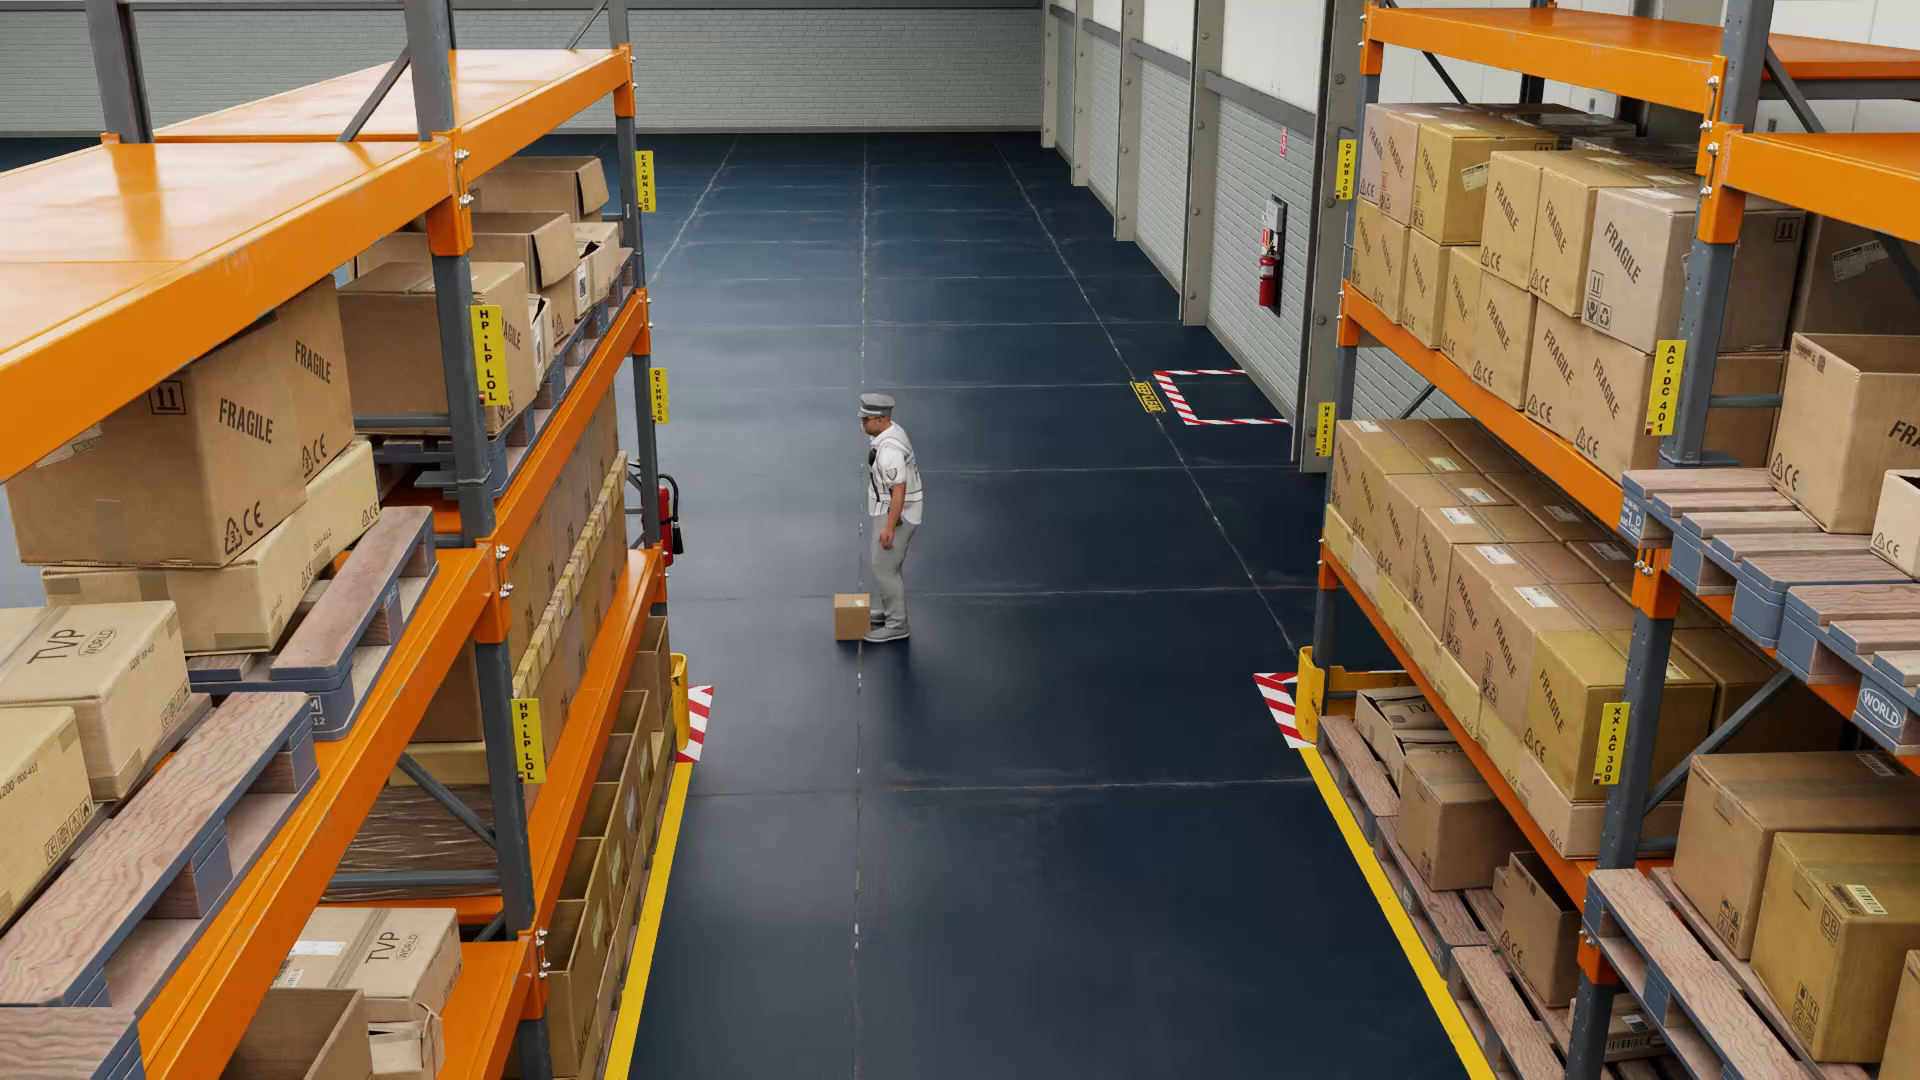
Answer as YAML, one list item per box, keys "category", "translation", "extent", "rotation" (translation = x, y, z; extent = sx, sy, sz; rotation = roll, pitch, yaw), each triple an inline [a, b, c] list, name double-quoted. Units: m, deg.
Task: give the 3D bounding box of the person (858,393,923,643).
- category: "person"
  translation: [-0.481, -0.167, 11.518]
  extent: [0.437, 1.747, 0.604]
  rotation: [-2, 20, -6]
